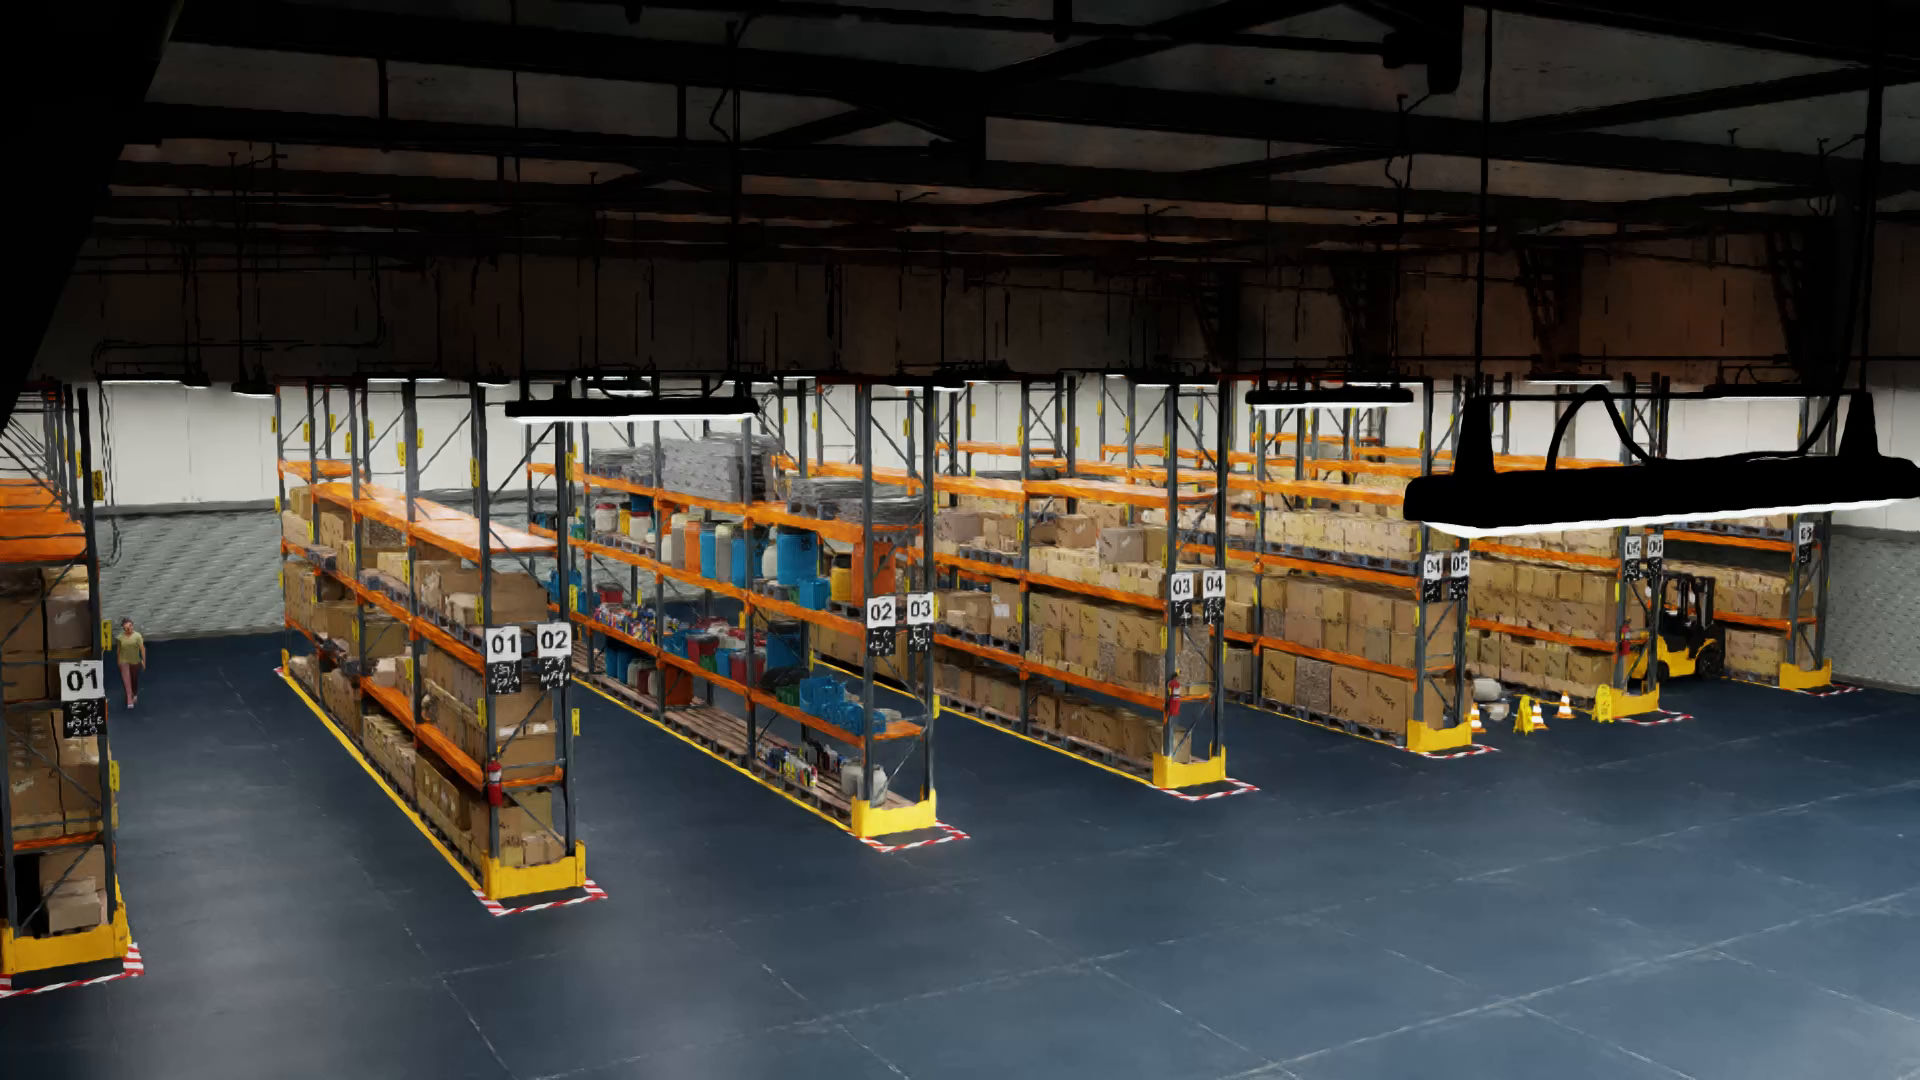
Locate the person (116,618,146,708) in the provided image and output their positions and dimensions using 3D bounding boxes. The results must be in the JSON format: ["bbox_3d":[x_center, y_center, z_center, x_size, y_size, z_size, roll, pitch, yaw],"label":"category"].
[{"bbox_3d":[-15.084,2.215,30.281,0.458,1.612,1.019,-4,7,-31],"label":"person"}]

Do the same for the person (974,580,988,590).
[{"bbox_3d":[0.533,0.876,45.420,0.444,0.997,0.535,1,6,6],"label":"person"}]

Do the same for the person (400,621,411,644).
[{"bbox_3d":[-10.747,2.118,32.543,0.564,1.335,0.453,-4,7,-32],"label":"person"}]

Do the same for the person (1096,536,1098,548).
[{"bbox_3d":[3.818,0.575,44.708,0.646,1.721,0.425,3,7,28],"label":"person"}]
